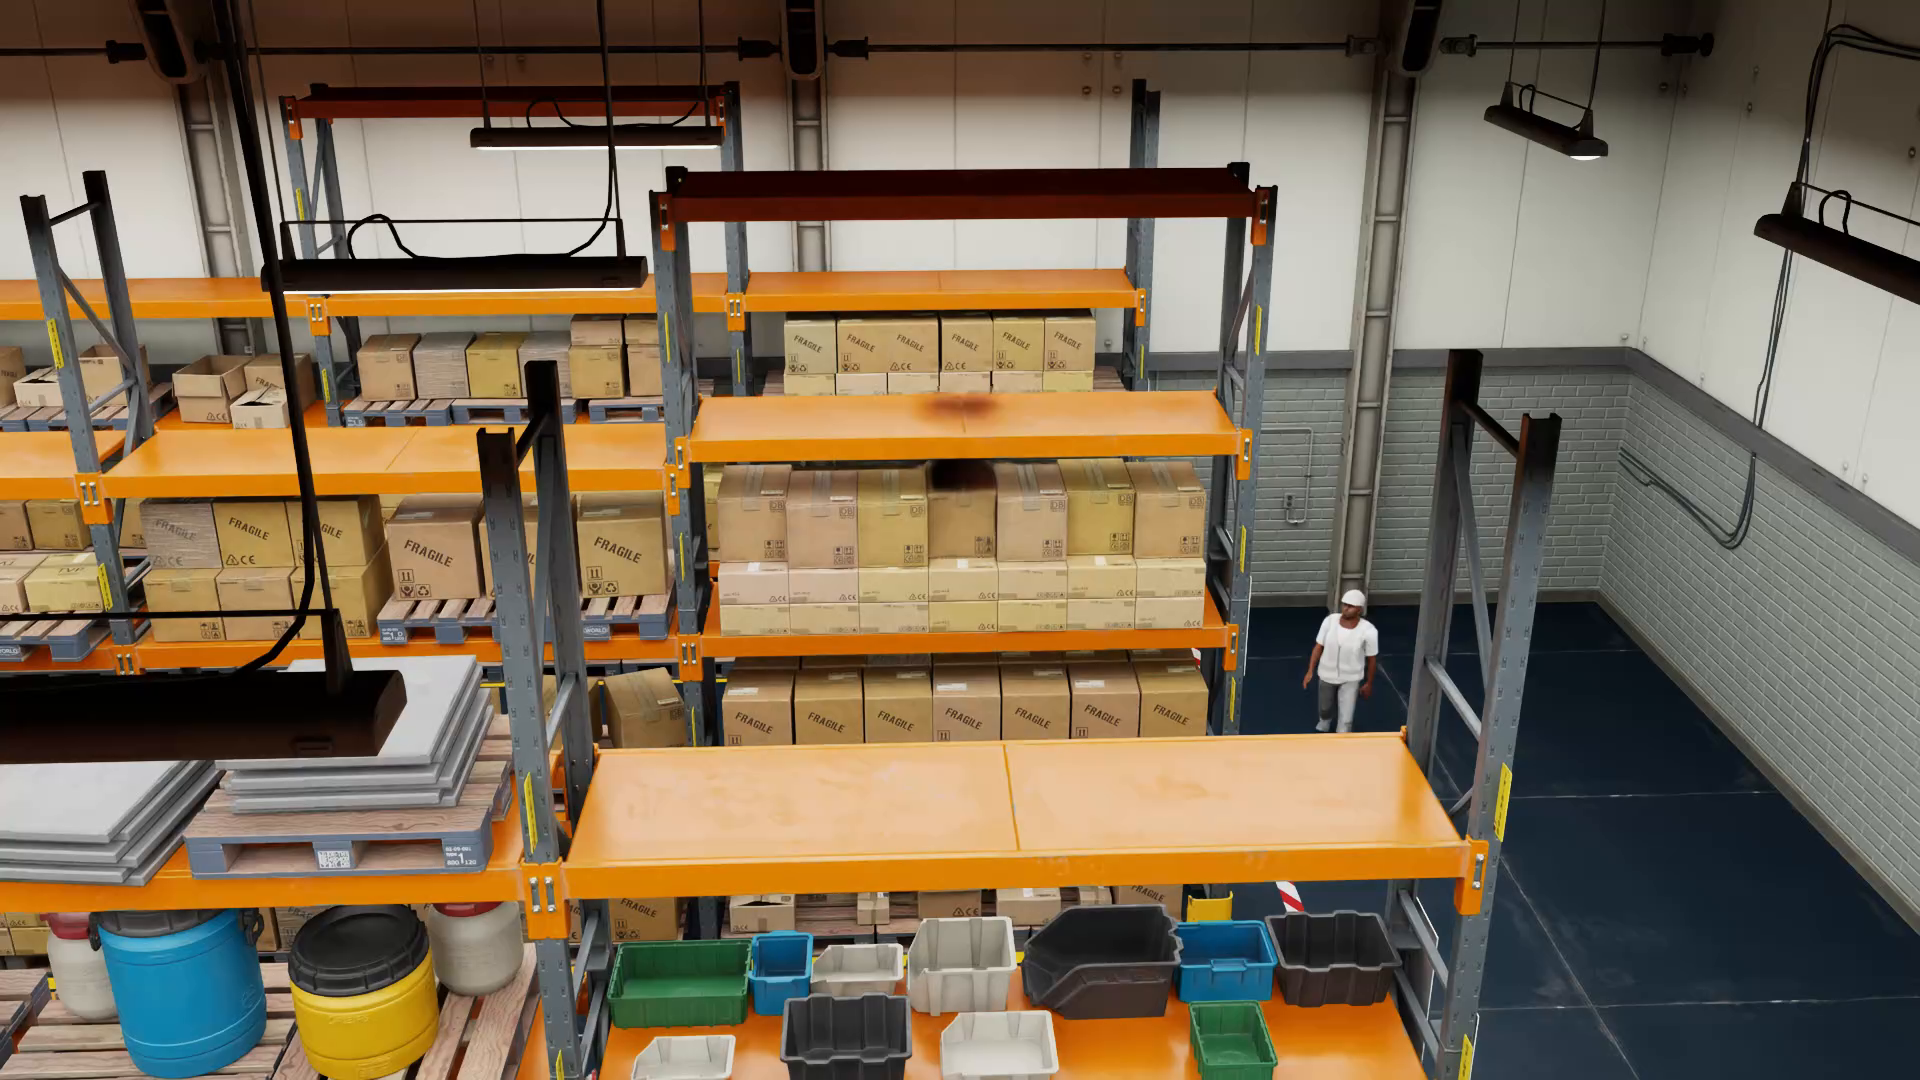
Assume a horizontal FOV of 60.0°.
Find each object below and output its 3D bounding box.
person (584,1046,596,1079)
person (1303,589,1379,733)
[{"bbox_3d":[-1.963,3.557,10.065,0.636,1.760,0.631,-7,23,-17],"label":"person"},{"bbox_3d":[3.603,1.276,15.750,0.654,1.717,1.026,7,23,16],"label":"person"}]
